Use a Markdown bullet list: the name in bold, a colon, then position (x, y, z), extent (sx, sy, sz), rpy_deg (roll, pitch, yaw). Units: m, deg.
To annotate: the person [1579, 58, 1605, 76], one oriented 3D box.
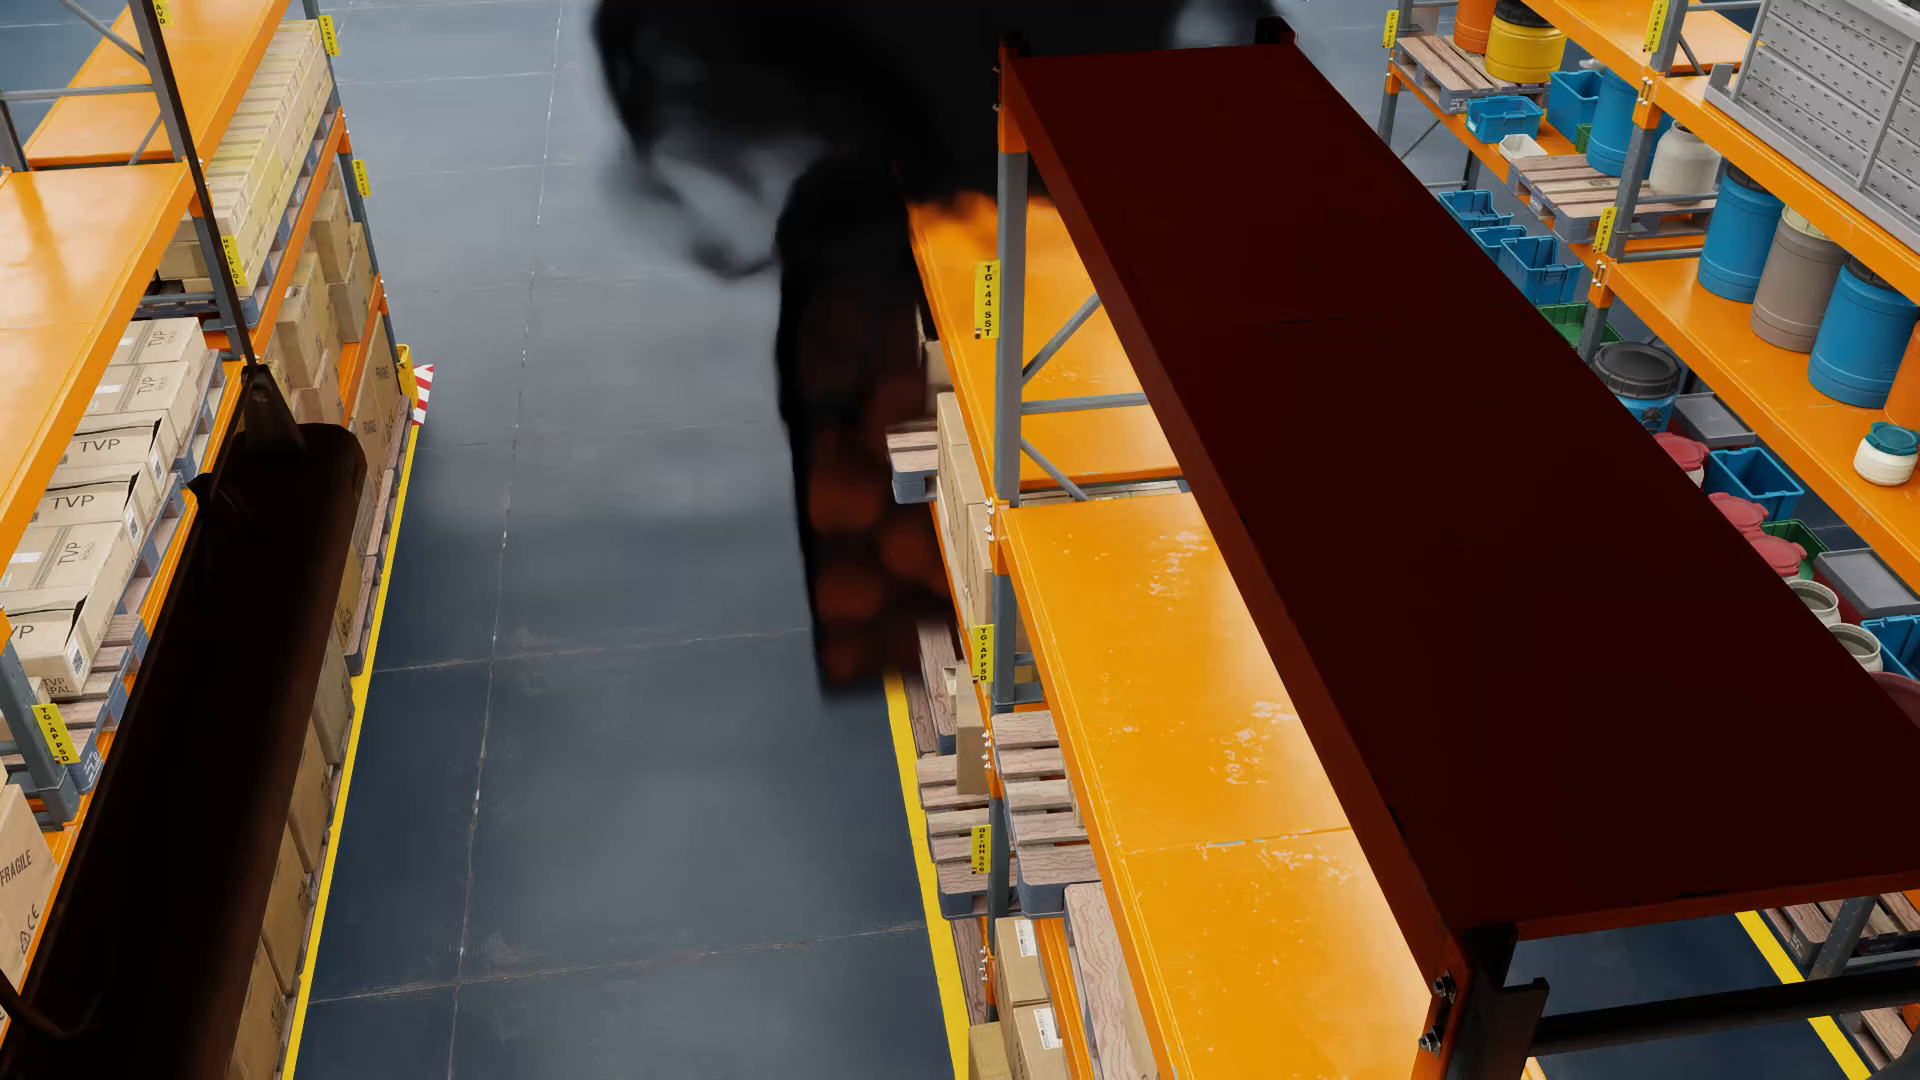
- **person**: position (6.729, -4.459, 18.167), extent (0.493, 1.633, 0.611), rpy_deg (15, 39, 19)
